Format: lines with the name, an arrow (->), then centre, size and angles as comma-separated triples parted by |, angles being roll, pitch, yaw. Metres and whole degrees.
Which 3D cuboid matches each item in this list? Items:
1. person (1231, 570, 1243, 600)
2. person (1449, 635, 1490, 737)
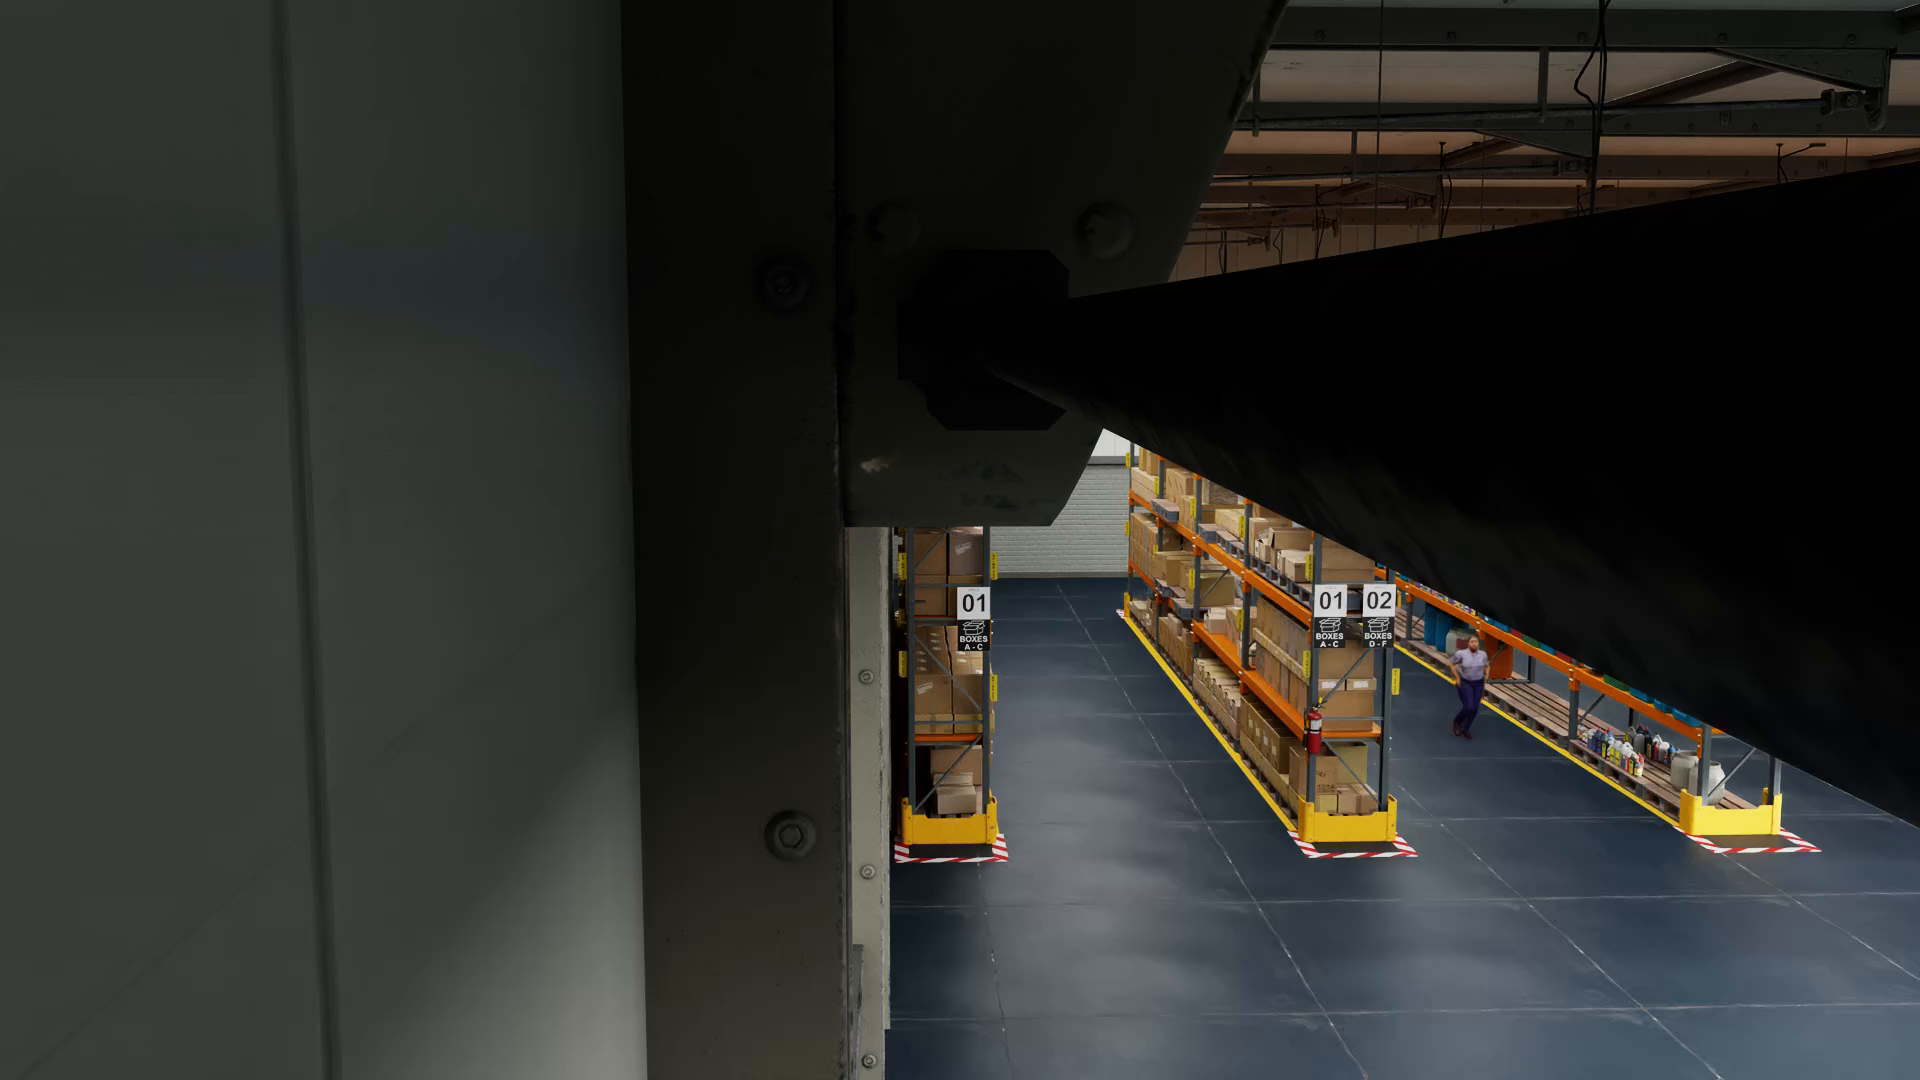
person -> 6.008, 0.852, 36.291 | 0.715, 1.684, 0.586 | -3, 8, -24
person -> 7.880, 2.261, 25.571 | 0.586, 1.613, 0.583 | -1, 7, -6
